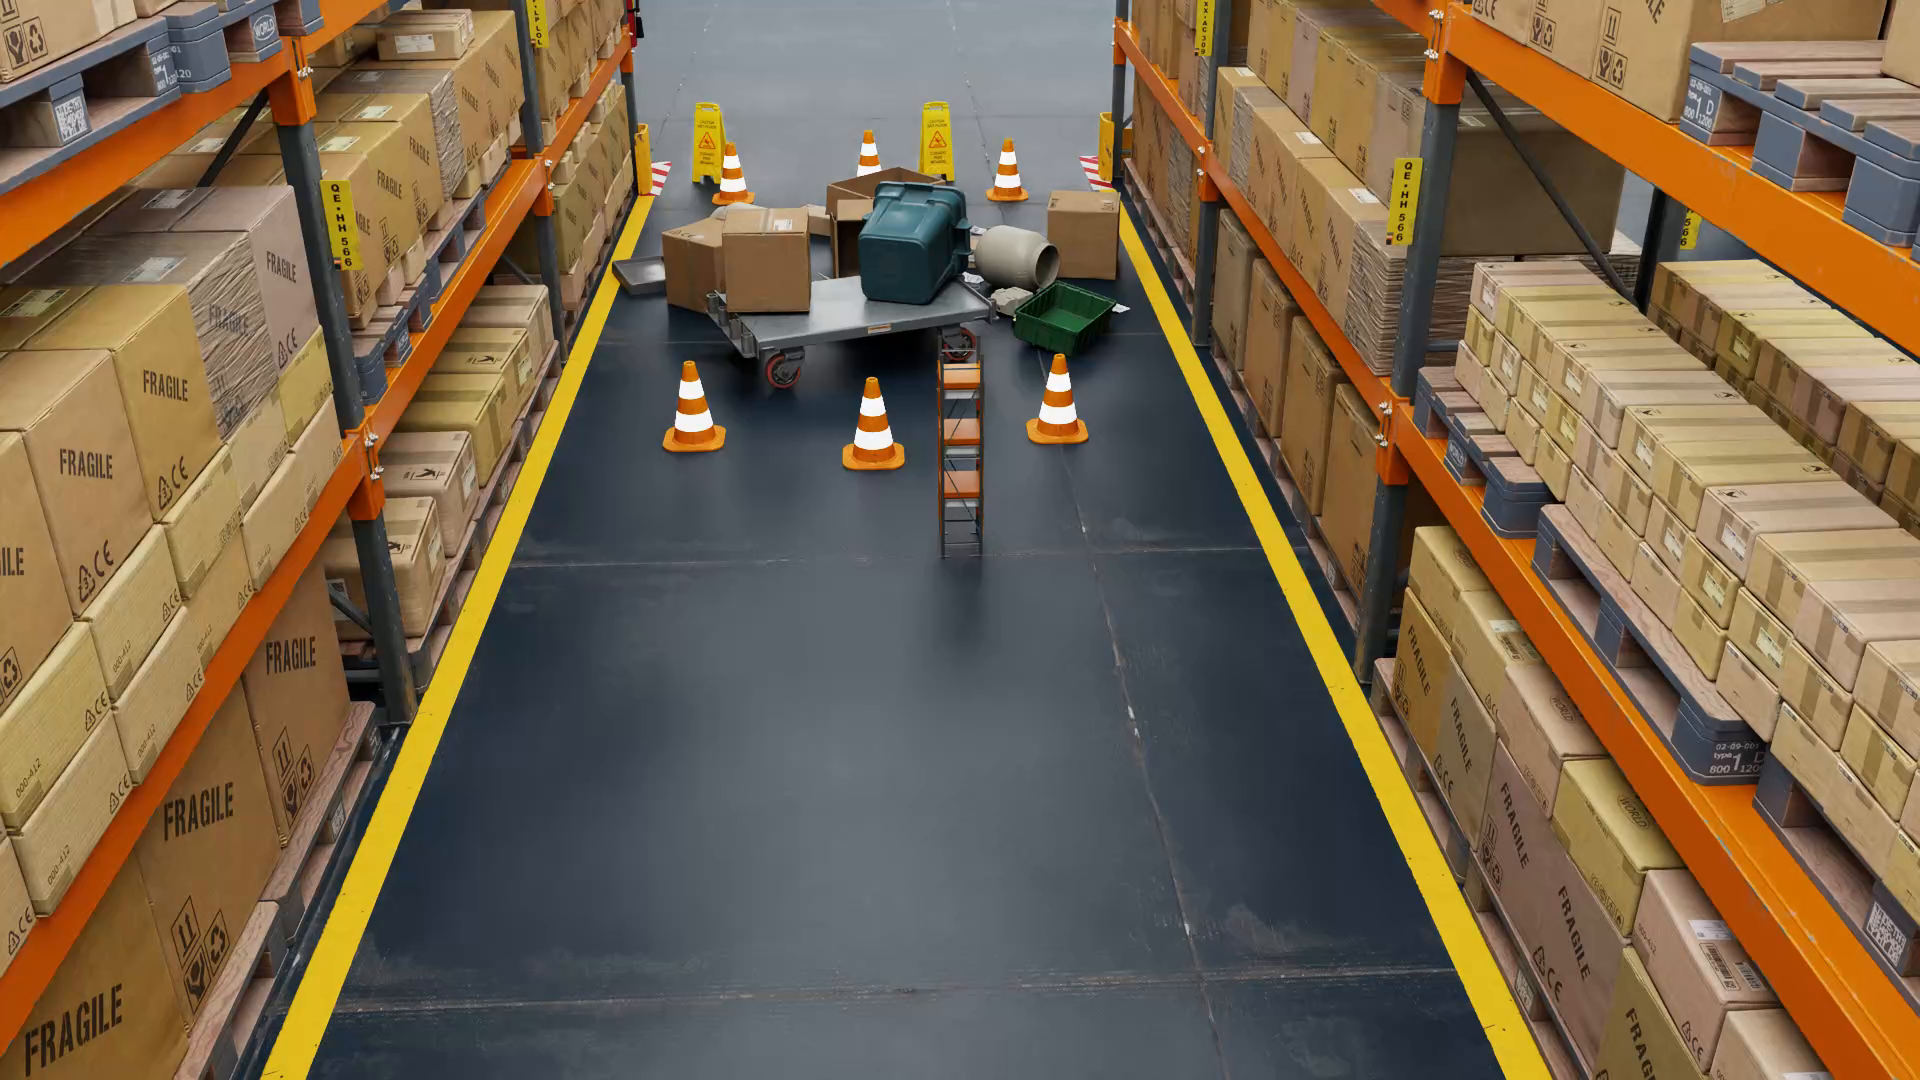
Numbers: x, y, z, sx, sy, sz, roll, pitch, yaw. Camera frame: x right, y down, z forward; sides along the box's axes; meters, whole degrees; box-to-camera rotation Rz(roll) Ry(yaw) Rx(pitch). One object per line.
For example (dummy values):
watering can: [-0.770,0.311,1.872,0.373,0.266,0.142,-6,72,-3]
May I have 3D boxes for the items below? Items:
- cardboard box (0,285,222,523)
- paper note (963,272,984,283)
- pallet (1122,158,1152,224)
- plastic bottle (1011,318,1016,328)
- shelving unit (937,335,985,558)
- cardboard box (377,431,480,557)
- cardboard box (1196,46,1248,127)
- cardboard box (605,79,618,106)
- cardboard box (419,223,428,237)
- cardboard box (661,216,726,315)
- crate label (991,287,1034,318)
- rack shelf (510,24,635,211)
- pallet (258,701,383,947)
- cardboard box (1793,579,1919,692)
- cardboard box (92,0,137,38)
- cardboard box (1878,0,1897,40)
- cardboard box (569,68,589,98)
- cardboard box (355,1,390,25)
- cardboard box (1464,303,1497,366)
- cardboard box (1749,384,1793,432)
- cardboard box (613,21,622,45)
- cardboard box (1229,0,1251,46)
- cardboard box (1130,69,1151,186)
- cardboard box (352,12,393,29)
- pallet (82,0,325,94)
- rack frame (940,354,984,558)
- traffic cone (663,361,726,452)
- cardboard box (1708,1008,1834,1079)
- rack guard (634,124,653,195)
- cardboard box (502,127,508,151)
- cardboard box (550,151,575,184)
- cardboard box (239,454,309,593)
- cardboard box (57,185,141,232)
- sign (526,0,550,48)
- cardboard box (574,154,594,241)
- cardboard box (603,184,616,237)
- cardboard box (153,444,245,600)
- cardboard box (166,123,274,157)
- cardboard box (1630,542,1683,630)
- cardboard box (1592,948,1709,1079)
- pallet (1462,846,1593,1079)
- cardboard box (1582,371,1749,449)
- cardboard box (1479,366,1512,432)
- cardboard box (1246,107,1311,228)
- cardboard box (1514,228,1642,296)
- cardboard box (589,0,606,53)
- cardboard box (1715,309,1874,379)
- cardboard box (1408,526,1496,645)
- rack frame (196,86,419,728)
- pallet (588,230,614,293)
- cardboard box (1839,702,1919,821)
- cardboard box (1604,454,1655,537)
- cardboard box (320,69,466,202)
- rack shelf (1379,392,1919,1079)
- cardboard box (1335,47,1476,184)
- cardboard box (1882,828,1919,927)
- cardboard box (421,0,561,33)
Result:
cardboard box: [-2.400,-0.374,4.534,0.500,0.500,0.500,-1,28,-3]
paper note: [0.089,-1.861,11.794,0.172,0.023,0.155,8,29,15]
pallet: [1.898,-2.842,13.470,1.003,0.211,1.213,-1,28,-3]
plastic bottle: [0.466,-1.386,10.842,0.133,0.061,0.283,-17,32,-29]
shelving unit: [0.003,-0.441,7.960,0.215,1.050,0.252,-1,28,-3]
cardboard box: [-2.808,-0.208,7.792,0.950,0.372,0.625,-2,28,-4]
cardboard box: [1.956,-2.835,10.279,0.875,0.550,0.550,-1,28,-3]
cardboard box: [-2.771,-3.335,12.407,0.380,0.149,0.250,-1,28,-1]
cardboard box: [-2.661,-1.439,7.584,0.380,0.149,0.250,0,28,-1]
cardboard box: [-1.648,-1.852,11.259,0.500,0.500,0.500,19,33,32]
crate label: [0.352,-1.599,11.168,0.298,0.136,0.250,-23,35,-37]
rack shelf: [-3.055,-3.037,11.607,1.077,0.370,4.000,-1,28,-3]
pallet: [-2.776,1.018,6.071,1.003,0.211,1.213,-1,28,-3]
cardboard box: [2.149,0.212,3.773,0.380,0.149,0.250,-1,28,-3]
cardboard box: [-2.321,-1.414,4.165,0.396,0.266,0.258,-2,28,-4]
cardboard box: [2.541,-1.406,4.350,0.500,0.500,0.500,-1,28,-3]
cardboard box: [-2.704,-3.065,11.154,0.380,0.149,0.250,-1,28,-2]
cardboard box: [-3.279,-2.856,8.897,0.380,0.149,0.250,-1,28,-3]
cardboard box: [2.021,-0.730,5.901,0.380,0.149,0.250,0,28,0]
cardboard box: [2.721,-0.380,5.231,0.380,0.149,0.250,-1,28,-3]
cardboard box: [-2.803,-3.886,12.729,0.380,0.149,0.250,-2,28,-3]
cardboard box: [2.002,-3.315,10.032,0.875,0.550,0.550,-1,28,-3]
cardboard box: [1.880,-3.378,13.327,0.875,0.875,0.875,-1,28,-2]
cardboard box: [-3.213,-2.571,9.052,0.500,0.500,0.500,-1,28,-1]
pallet: [-2.655,-1.535,4.910,1.213,0.211,1.003,0,28,0]
rack frame: [0.009,-0.384,7.852,0.200,1.050,0.008,-1,28,-3]
traffic cone: [-1.488,-0.768,9.223,0.336,0.463,0.334,-1,28,-3]
cardboard box: [2.113,1.348,3.860,0.500,0.250,0.500,-2,28,-4]
rack guard: [-3.156,-3.136,13.722,1.175,0.500,0.348,-1,28,-3]
cardboard box: [-2.652,-2.154,8.953,0.380,0.149,0.250,-2,28,-4]
cardboard box: [-2.659,-2.357,10.533,0.380,0.149,0.250,-1,28,-2]
cardboard box: [-2.414,-0.055,5.275,0.500,0.250,0.500,-1,28,-2]
cardboard box: [-2.960,-0.839,5.425,0.500,0.500,0.500,-2,28,-4]
sign: [-2.397,-2.960,9.430,0.100,0.325,0.005,-1,28,-3]
cardboard box: [-2.752,-2.257,11.043,0.500,0.500,0.500,0,28,-1]
cardboard box: [-2.797,-2.399,12.124,0.500,0.250,0.500,-2,28,-4]
cardboard box: [-2.385,-0.050,4.723,0.500,0.250,0.500,-2,28,-4]
cardboard box: [-3.081,-1.389,6.785,0.500,0.500,0.500,-2,28,-3]
cardboard box: [2.101,0.118,4.597,0.380,0.149,0.250,-2,28,-4]
cardboard box: [2.088,1.446,4.483,0.500,0.500,0.500,-2,28,-4]
pallet: [2.296,1.408,5.321,1.003,0.211,1.213,-1,28,-3]
cardboard box: [2.081,-0.387,4.922,0.380,0.149,0.250,0,28,0]
cardboard box: [2.032,-0.490,5.764,0.380,0.149,0.250,0,28,0]
cardboard box: [1.796,-1.929,8.597,0.500,0.500,0.500,-2,28,-3]
cardboard box: [2.442,-1.009,6.833,0.500,0.500,0.500,-1,28,-2]
cardboard box: [-2.812,-3.749,11.765,0.500,0.500,0.500,-2,28,-3]
cardboard box: [2.704,-0.637,5.402,0.380,0.149,0.250,-1,28,-1]
cardboard box: [1.990,0.163,6.132,0.500,0.250,0.500,-3,28,-5]
rack frame: [-2.742,-0.585,6.128,1.000,3.000,0.127,-1,28,-3]
pallet: [-3.088,-2.070,11.990,1.003,0.211,1.213,-1,28,-3]
cardboard box: [2.162,0.474,3.593,0.380,0.149,0.250,0,28,0]
cardboard box: [2.089,-0.135,4.761,0.380,0.149,0.250,-2,28,-3]
cardboard box: [-2.621,-1.877,7.722,0.500,0.500,0.500,-2,28,-5]
rack shelf: [2.300,0.492,4.842,1.077,0.370,4.000,-1,28,-3]
cardboard box: [2.126,-1.917,7.492,0.700,0.500,0.500,-2,28,-3]
cardboard box: [2.172,0.723,3.438,0.380,0.149,0.250,-1,28,-2]
cardboard box: [-2.757,-3.260,9.746,0.700,0.500,0.500,-2,28,-3]
